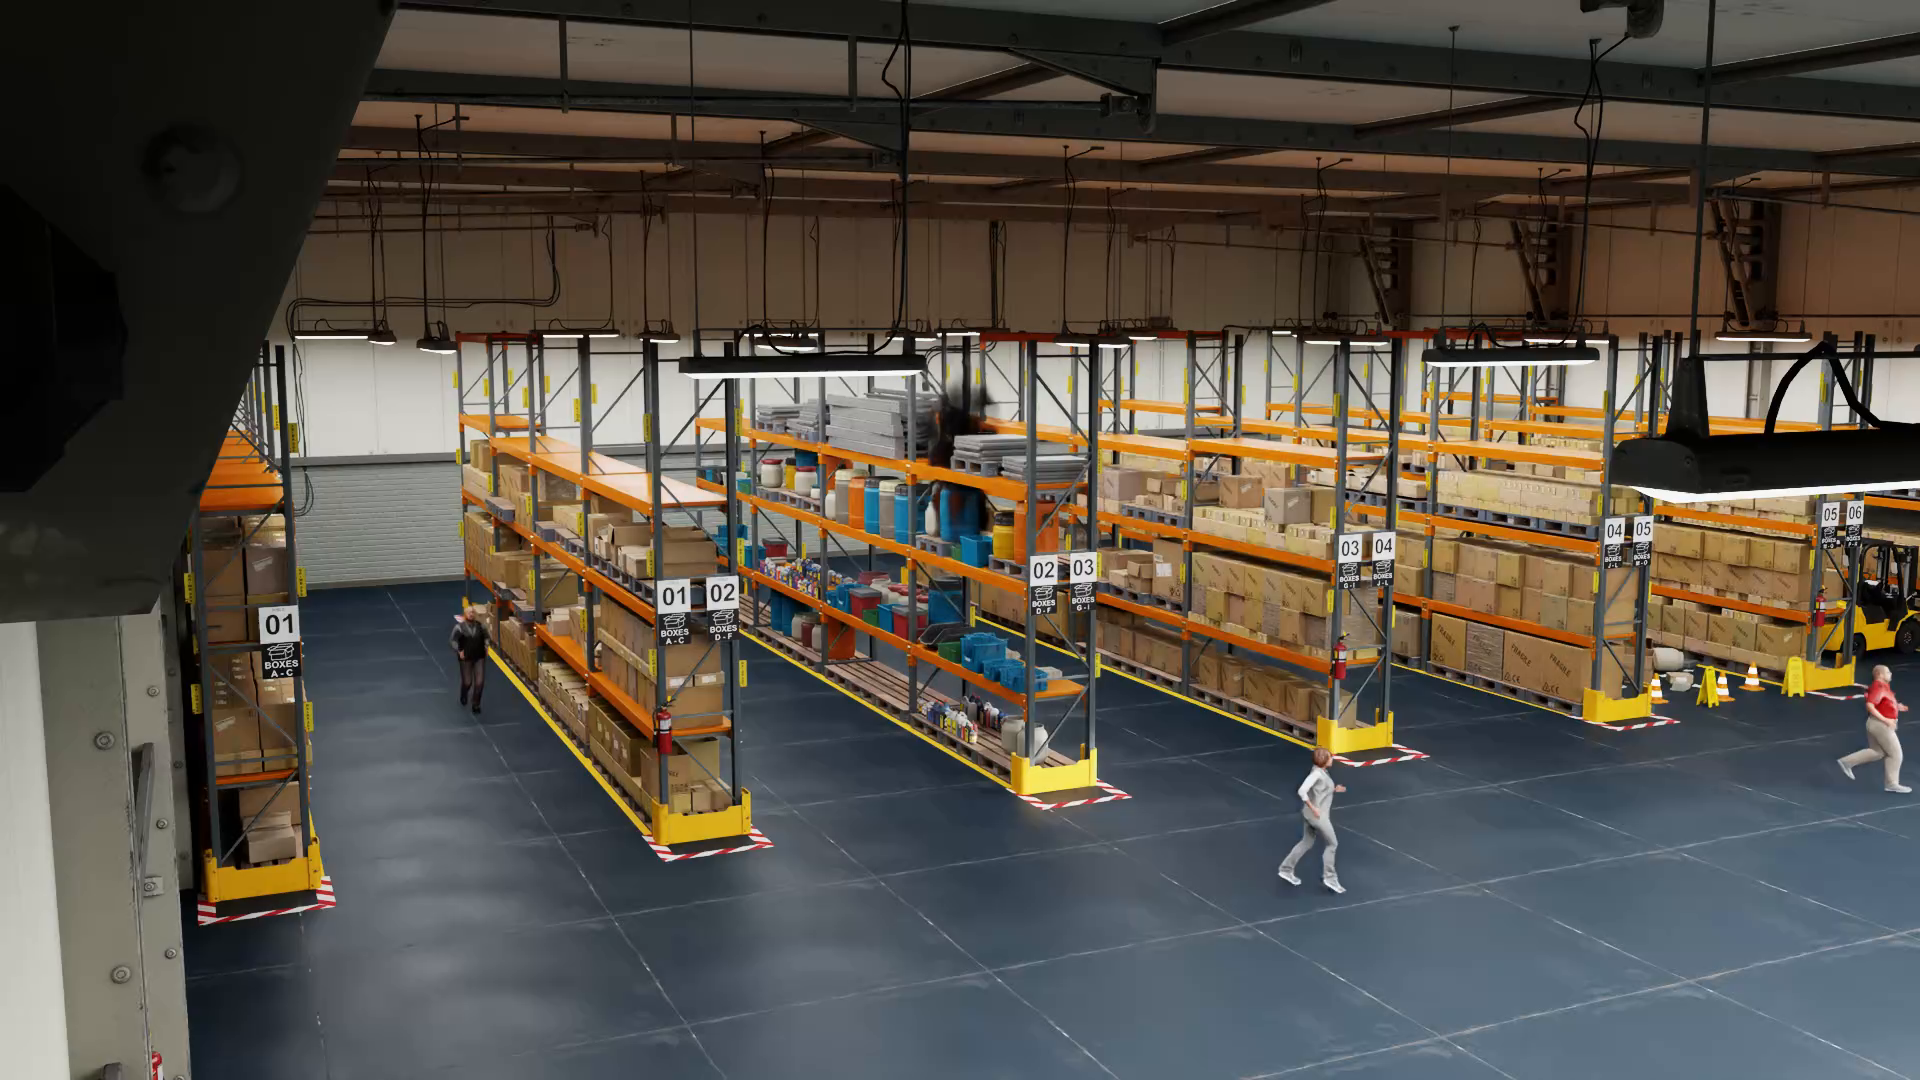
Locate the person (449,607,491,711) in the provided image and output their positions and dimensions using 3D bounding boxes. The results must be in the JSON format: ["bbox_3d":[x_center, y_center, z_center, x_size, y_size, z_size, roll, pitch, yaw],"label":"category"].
[{"bbox_3d":[-7.837,1.908,26.721,0.657,1.673,0.607,-4,9,-28],"label":"person"}]

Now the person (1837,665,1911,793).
[{"bbox_3d":[12.268,2.502,22.218,0.886,1.693,0.676,3,8,20],"label":"person"}]

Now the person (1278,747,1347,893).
[{"bbox_3d":[3.900,3.081,18.360,0.739,1.641,0.514,0,8,2],"label":"person"}]
